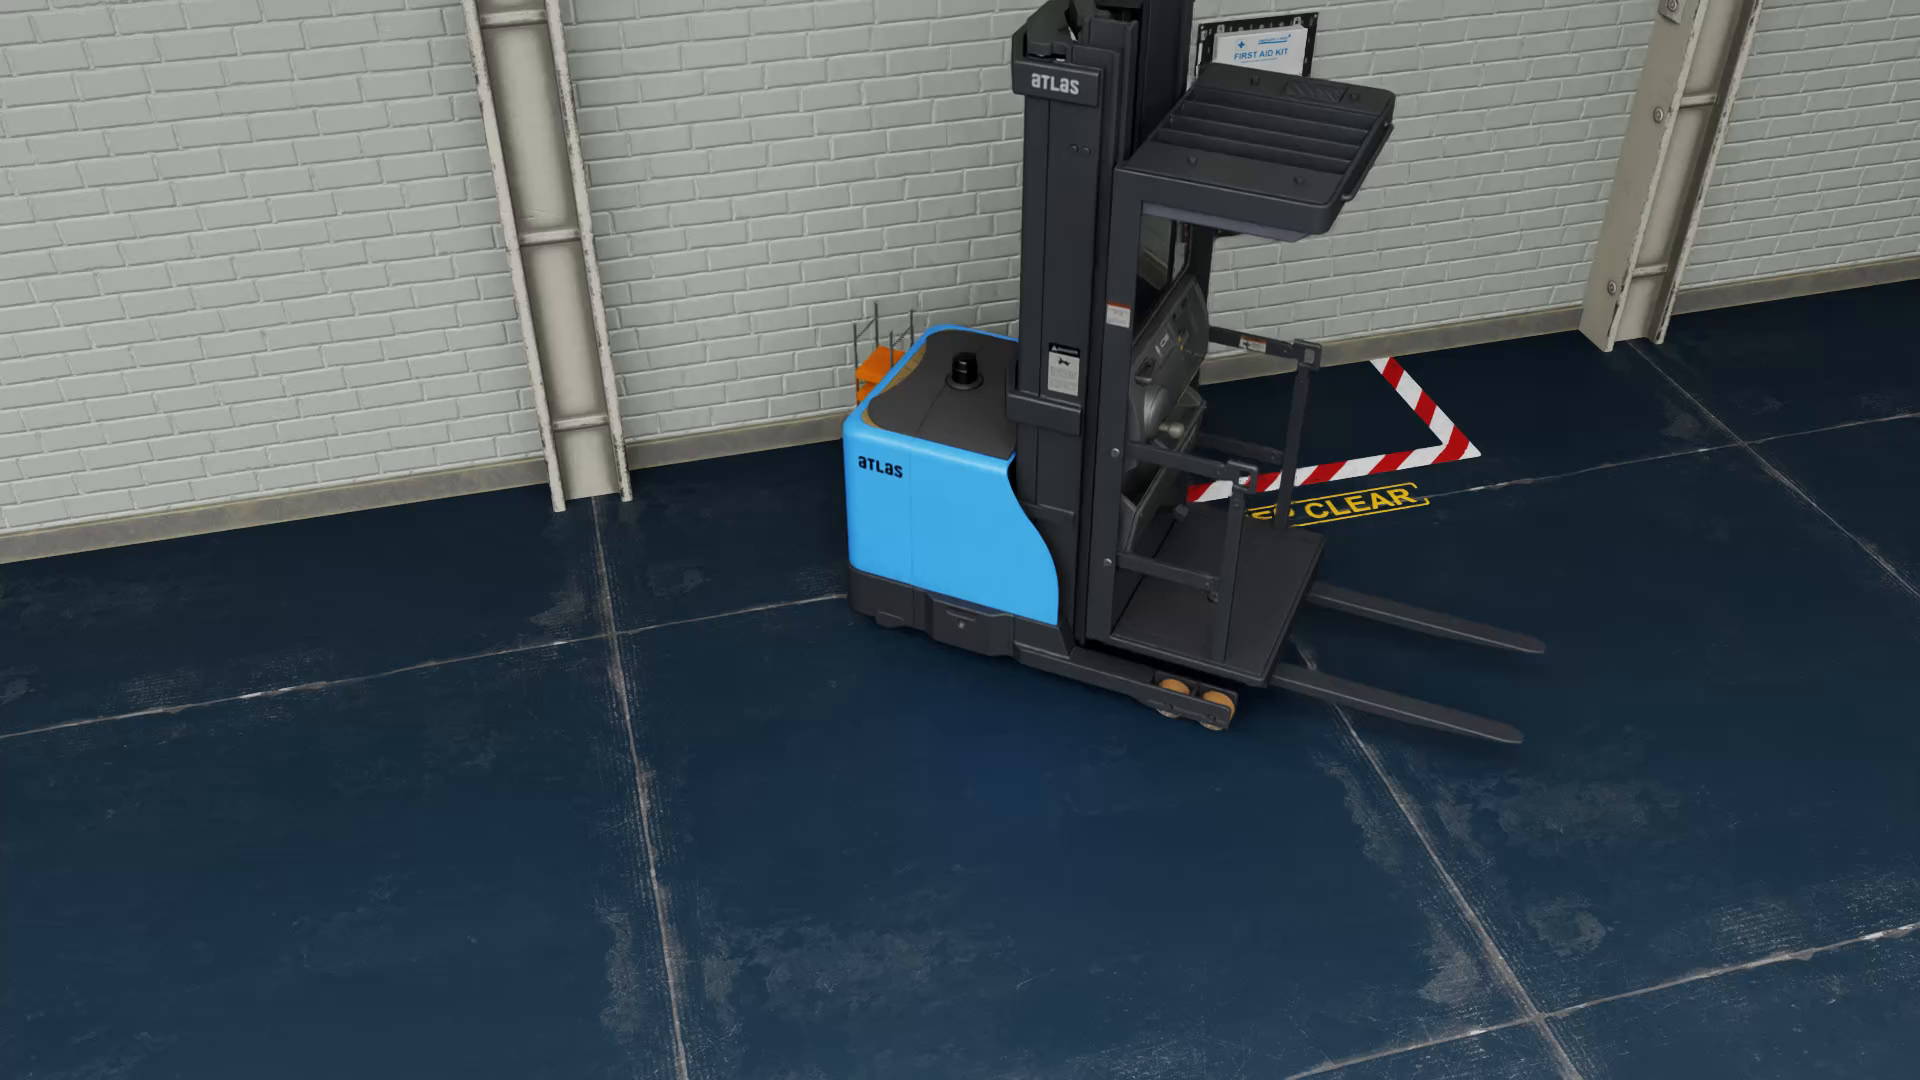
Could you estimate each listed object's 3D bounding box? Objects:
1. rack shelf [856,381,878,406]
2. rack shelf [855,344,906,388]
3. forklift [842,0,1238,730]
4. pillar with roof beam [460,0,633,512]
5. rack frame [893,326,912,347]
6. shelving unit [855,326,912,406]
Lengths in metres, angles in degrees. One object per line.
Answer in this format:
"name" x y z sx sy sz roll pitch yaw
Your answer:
"rack shelf" -0.350 -0.698 7.832 0.180 0.103 0.258 15 40 19
"rack shelf" -0.350 -0.793 7.759 0.180 0.103 0.258 15 40 19
"forklift" 1.041 -0.716 6.753 3.031 2.935 1.130 15 40 19
"pillar with roof beam" -0.779 -1.312 2.538 0.400 9.000 9.100 -9 38 -12
"rack frame" -0.267 -0.519 7.921 0.002 1.046 0.228 15 40 19
"shelving unit" -0.349 -0.542 7.951 0.183 1.046 0.258 15 40 19
